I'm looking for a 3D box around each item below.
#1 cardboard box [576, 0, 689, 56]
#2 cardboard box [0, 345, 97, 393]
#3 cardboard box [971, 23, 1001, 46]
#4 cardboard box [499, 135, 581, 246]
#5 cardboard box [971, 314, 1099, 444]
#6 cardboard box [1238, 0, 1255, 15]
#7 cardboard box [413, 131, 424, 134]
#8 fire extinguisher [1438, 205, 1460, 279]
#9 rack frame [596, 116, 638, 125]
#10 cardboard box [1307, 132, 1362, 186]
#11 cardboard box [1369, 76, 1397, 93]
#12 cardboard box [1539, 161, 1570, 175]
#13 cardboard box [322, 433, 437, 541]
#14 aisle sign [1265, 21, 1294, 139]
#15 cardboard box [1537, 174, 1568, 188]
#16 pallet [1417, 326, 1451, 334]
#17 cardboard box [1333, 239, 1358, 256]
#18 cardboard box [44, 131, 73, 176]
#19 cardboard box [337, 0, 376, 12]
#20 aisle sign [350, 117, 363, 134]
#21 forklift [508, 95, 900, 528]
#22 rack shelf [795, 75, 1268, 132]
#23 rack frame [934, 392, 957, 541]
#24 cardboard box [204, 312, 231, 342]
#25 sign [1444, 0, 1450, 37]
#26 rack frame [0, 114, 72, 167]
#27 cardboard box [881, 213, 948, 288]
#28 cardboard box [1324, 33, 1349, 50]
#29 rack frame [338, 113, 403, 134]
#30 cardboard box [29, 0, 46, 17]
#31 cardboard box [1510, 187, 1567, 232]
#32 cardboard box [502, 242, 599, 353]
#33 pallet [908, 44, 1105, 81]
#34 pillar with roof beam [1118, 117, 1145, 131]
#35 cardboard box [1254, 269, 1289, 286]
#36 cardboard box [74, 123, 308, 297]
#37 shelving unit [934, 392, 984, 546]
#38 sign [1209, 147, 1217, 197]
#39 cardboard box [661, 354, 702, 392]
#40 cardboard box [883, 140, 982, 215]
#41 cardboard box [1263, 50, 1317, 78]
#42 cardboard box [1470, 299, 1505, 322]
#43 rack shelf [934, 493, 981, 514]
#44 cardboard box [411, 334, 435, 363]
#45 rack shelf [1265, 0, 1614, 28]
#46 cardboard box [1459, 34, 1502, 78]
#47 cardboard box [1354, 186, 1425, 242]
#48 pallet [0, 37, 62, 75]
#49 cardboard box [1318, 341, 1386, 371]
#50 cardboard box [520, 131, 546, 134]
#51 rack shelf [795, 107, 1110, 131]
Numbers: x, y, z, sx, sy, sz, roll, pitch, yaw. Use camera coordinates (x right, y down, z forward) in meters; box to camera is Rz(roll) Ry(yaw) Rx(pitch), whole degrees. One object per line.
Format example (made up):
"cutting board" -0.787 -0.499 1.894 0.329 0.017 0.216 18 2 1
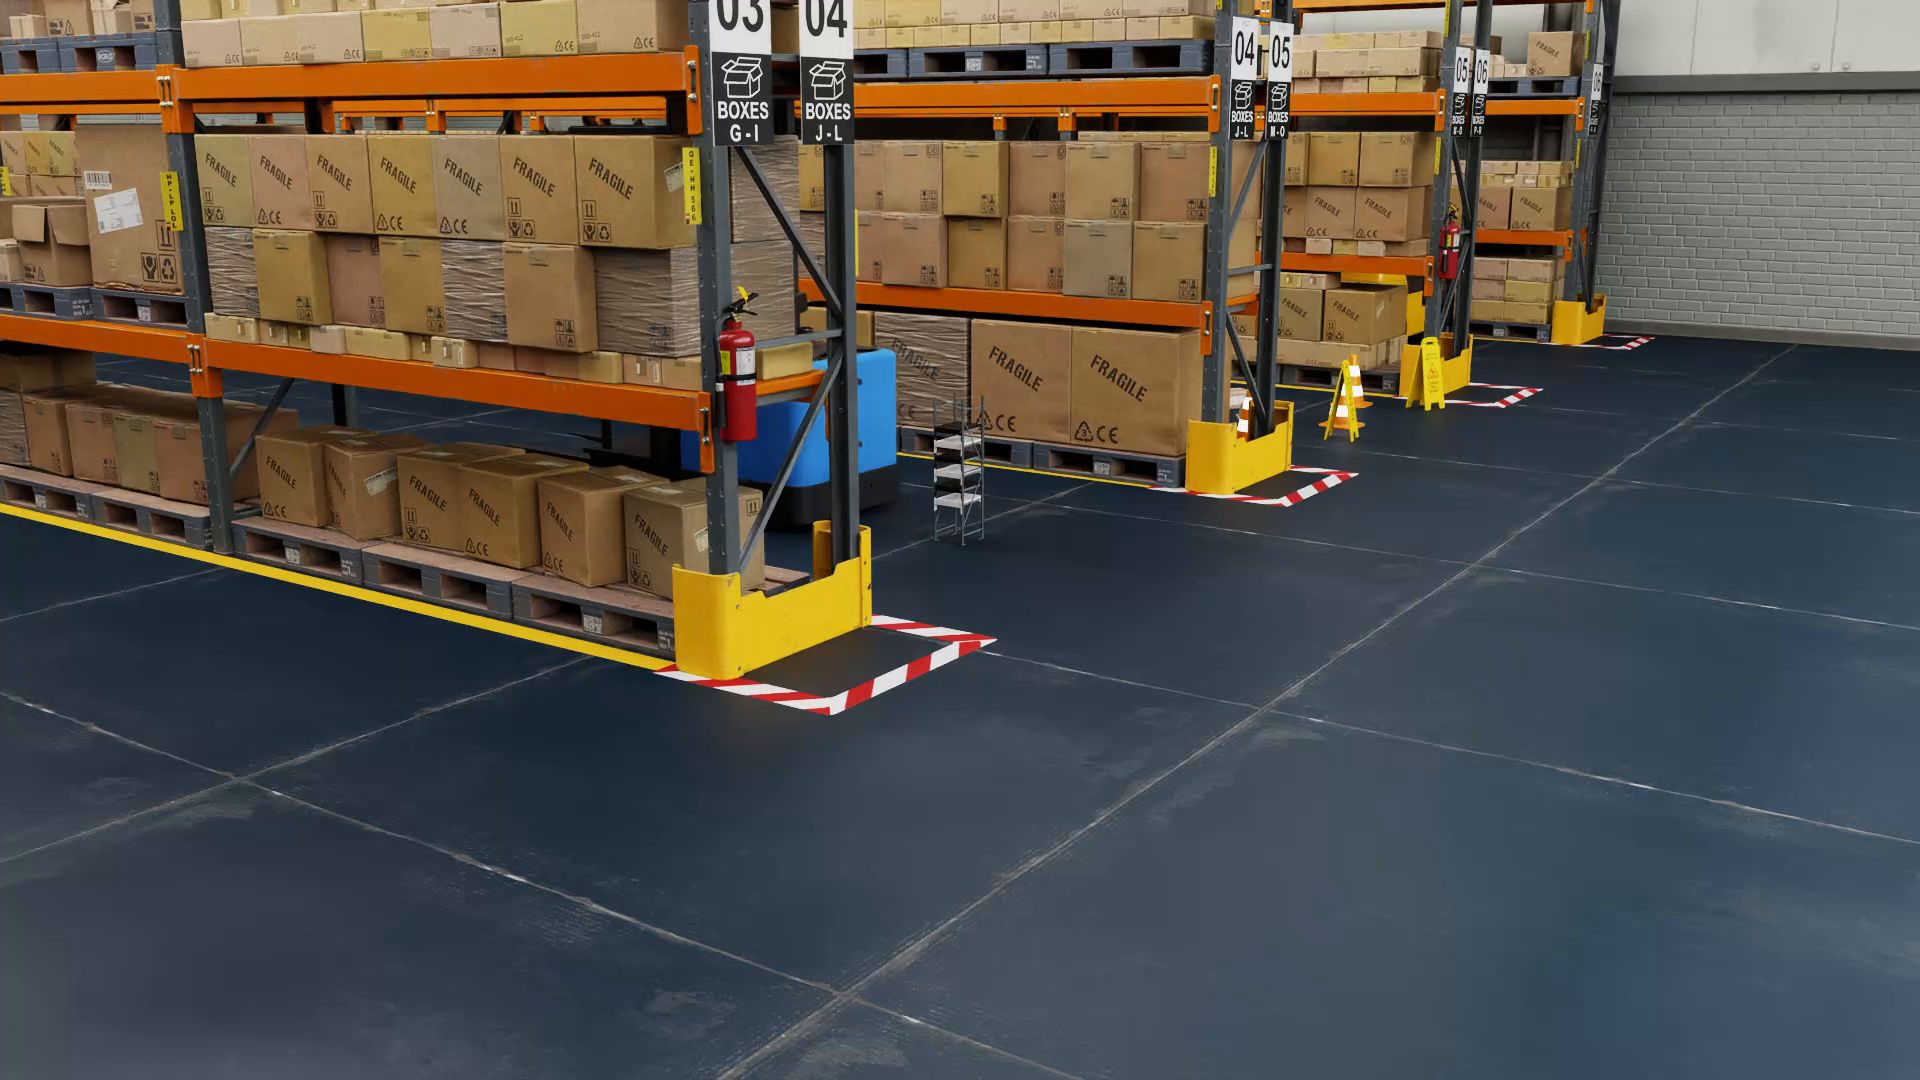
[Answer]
"cardboard box" -1.378 -2.327 7.549 0.500 0.250 0.500 10 17 34
"cardboard box" -6.456 -1.213 11.708 0.500 0.250 0.500 12 18 39
"cardboard box" 0.285 -3.673 12.116 0.250 0.149 0.380 9 17 33
"cardboard box" -1.849 -1.698 8.032 0.500 0.500 0.500 9 17 33
"cardboard box" 0.685 -1.272 12.769 0.875 0.875 0.875 9 16 32
"cardboard box" 1.758 -3.801 11.803 0.500 0.250 0.500 9 17 33
"cardboard box" -7.374 -5.620 23.145 0.250 0.149 0.380 9 17 33
"fire extinguisher" 4.532 -2.760 15.393 0.183 0.674 0.296 9 17 33
"rack frame" -5.815 -6.041 28.485 0.127 3.000 1.000 9 17 33
"cardboard box" 3.733 -3.678 16.030 0.500 0.500 0.700 9 17 33
"cardboard box" 4.018 -4.258 15.563 0.250 0.149 0.380 9 17 33
"cardboard box" 7.047 -4.409 19.715 0.250 0.149 0.380 9 17 33
"cardboard box" -3.366 -0.319 9.698 0.500 0.500 0.500 -11 17 -36
"aisle sign" 2.242 -3.217 11.666 0.004 0.787 0.394 9 17 33
"cardboard box" 7.018 -4.249 19.689 0.250 0.149 0.380 9 17 34
"pallet" 5.796 -2.800 21.194 1.213 0.211 1.003 9 17 33
"cardboard box" 3.792 -2.841 16.081 0.250 0.149 0.380 9 16 32
"cardboard box" -10.195 -4.475 19.250 0.500 0.500 0.500 9 16 32
"cardboard box" -2.955 -2.770 8.511 0.250 0.149 0.380 9 16 32
"aisle sign" -8.803 -6.265 23.978 0.004 0.787 0.394 9 17 33
"forklift" -1.897 -1.753 11.306 3.031 2.935 1.130 10 17 35
"rack shelf" 0.356 -3.280 12.584 4.000 0.370 1.077 9 17 33
"rack frame" -0.091 -0.452 10.275 0.006 0.900 0.240 9 17 33
"cardboard box" -4.145 -1.255 9.673 0.250 0.149 0.380 9 17 33
"sign" 4.368 -4.683 14.914 0.005 0.325 0.100 9 17 33
"rack frame" -11.261 -4.050 20.443 0.127 3.000 1.000 9 17 33
"cardboard box" -0.139 -2.302 13.067 0.550 0.550 0.875 9 17 33
"cardboard box" 3.653 -4.730 15.809 0.250 0.149 0.380 9 17 33
"rack frame" -8.582 -5.051 24.485 0.127 3.000 1.000 9 17 33
"cardboard box" -6.105 -3.599 11.130 0.500 0.500 0.500 10 17 34
"cardboard box" 6.907 -3.958 19.860 0.500 0.500 0.500 9 16 32
"cardboard box" -1.759 -1.245 8.281 0.500 0.500 0.875 9 17 33
"pallet" 0.378 -3.579 12.479 1.213 0.211 1.003 9 17 33
"pillar with roof beam" 0.006 -7.027 19.982 0.400 9.000 9.100 9 17 33
"cardboard box" 3.118 -2.615 16.580 0.250 0.149 0.380 10 17 35
"cardboard box" -4.737 -2.095 10.422 1.000 1.000 1.000 9 17 33
"shelving unit" -0.007 -0.438 10.219 0.210 0.900 0.258 9 17 33
"sign" 1.701 -2.475 11.178 0.005 0.325 0.100 9 17 33
"cardboard box" -1.188 -0.804 7.853 0.250 0.149 0.380 9 17 33
"cardboard box" -0.124 -2.831 12.959 0.550 0.550 0.875 9 17 33
"cardboard box" 3.270 -4.584 16.049 0.500 0.250 0.500 10 17 34
"cardboard box" 6.488 -2.833 20.374 0.500 0.250 0.500 9 17 33
"rack shelf" -0.007 -0.231 10.271 0.200 0.077 0.258 9 17 33
"cardboard box" -2.660 -1.032 8.772 0.250 0.149 0.380 9 17 33
"rack shelf" 5.802 -6.532 20.314 4.000 0.370 1.077 9 17 33
"cardboard box" 6.164 -5.820 20.061 0.500 0.500 0.700 9 17 33
"cardboard box" 4.090 -3.116 15.841 0.500 0.500 0.500 9 16 32
"pallet" -5.471 -3.073 10.643 1.003 0.211 1.213 9 17 33
"cardboard box" 3.854 -1.832 16.331 0.500 0.250 0.500 9 17 33
"cardboard box" -5.696 -5.341 22.018 0.250 0.149 0.380 9 16 32
"rack shelf" -0.284 -4.817 18.793 4.000 0.370 1.077 9 17 33
